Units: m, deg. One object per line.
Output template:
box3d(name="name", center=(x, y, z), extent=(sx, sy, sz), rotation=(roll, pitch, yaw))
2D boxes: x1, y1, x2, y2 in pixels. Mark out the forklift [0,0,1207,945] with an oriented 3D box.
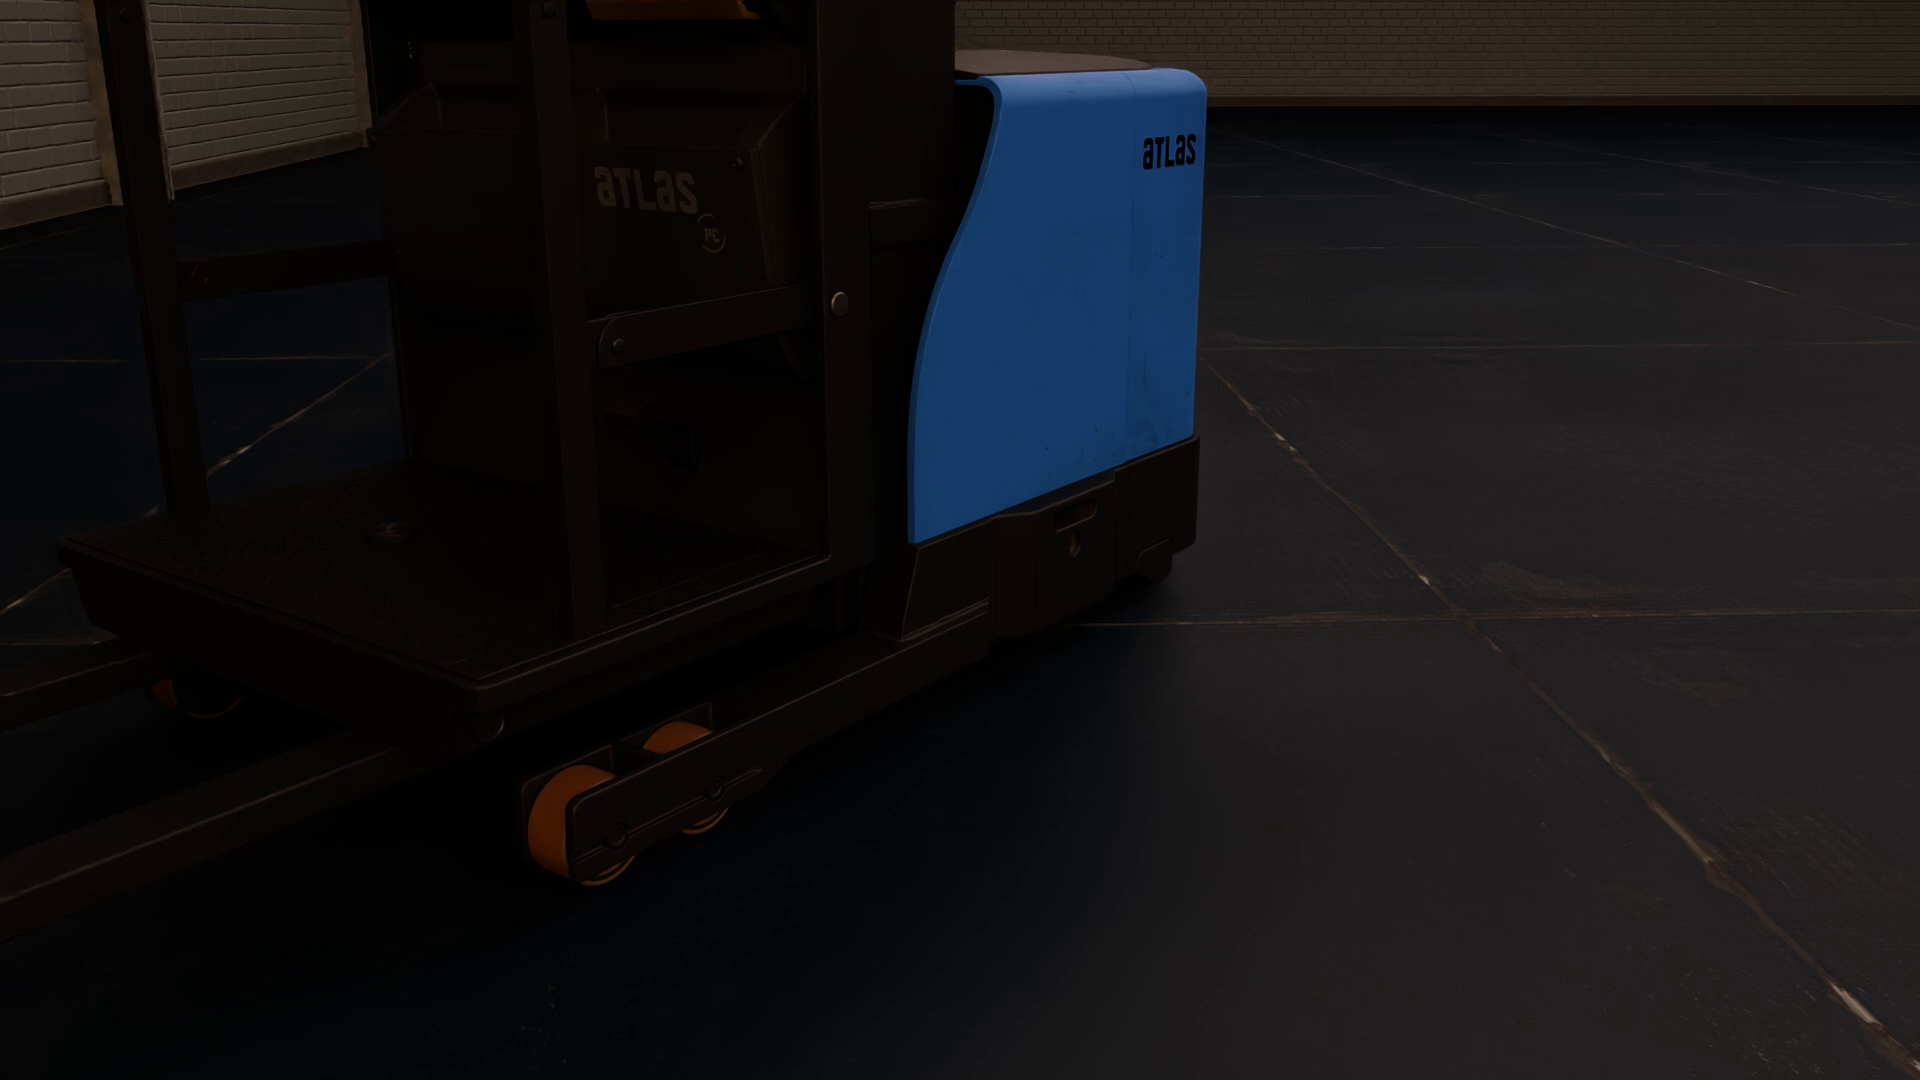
box3d(name="forklift", center=(-0.757, -1.078, 2.431), extent=(1.130, 2.935, 3.031), rotation=(12, 21, 35))
